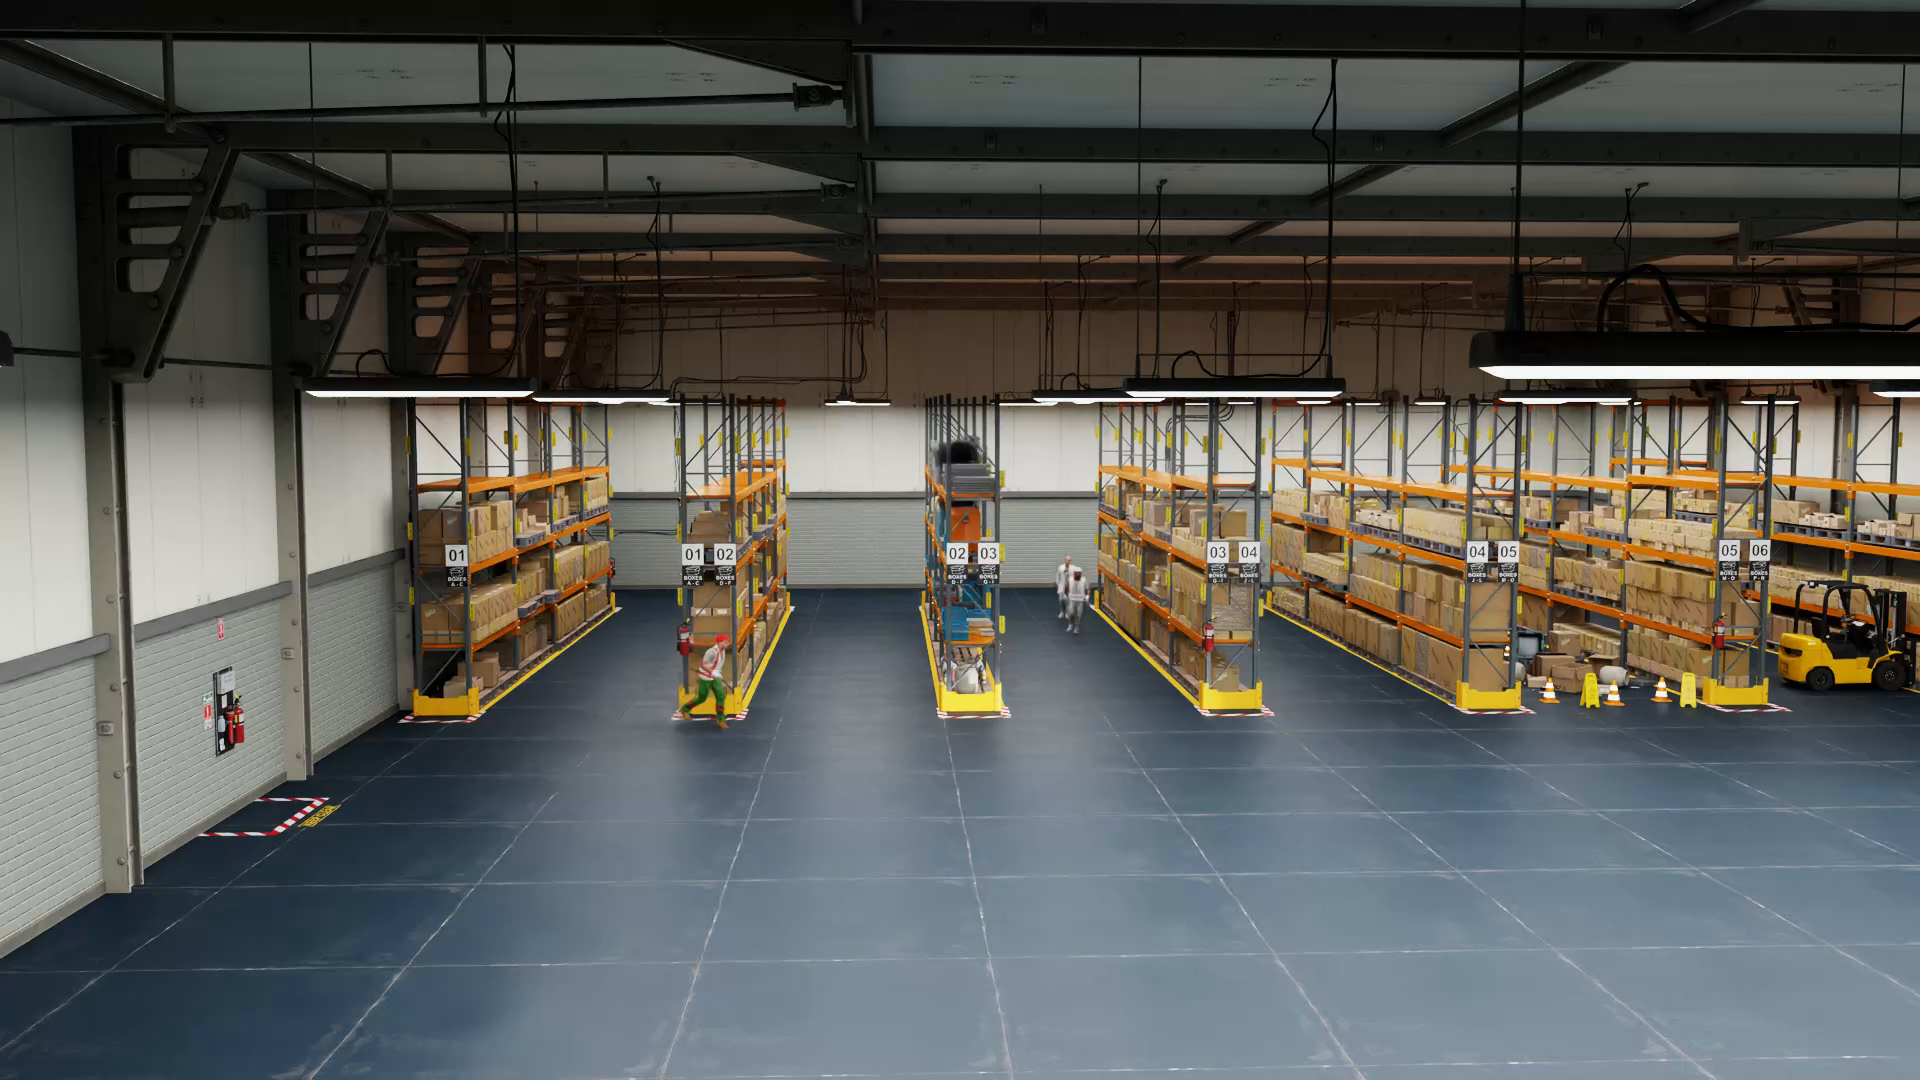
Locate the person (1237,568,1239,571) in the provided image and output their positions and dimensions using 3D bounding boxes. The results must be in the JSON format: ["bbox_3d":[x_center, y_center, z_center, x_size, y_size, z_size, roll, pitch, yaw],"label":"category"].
[{"bbox_3d":[8.415,1.098,48.645,0.615,1.596,0.635,-3,5,-32],"label":"person"}]

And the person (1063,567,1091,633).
[{"bbox_3d":[2.957,1.527,42.027,0.678,1.728,0.801,0,5,3],"label":"person"}]

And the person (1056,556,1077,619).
[{"bbox_3d":[2.916,1.290,45.003,0.693,1.733,0.846,1,5,7],"label":"person"}]

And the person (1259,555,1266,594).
[{"bbox_3d":[8.955,1.002,49.989,0.561,1.584,0.641,4,6,43],"label":"person"}]

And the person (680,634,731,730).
[{"bbox_3d":[-4.579,2.526,29.883,1.044,1.736,0.689,2,5,20],"label":"person"}]
